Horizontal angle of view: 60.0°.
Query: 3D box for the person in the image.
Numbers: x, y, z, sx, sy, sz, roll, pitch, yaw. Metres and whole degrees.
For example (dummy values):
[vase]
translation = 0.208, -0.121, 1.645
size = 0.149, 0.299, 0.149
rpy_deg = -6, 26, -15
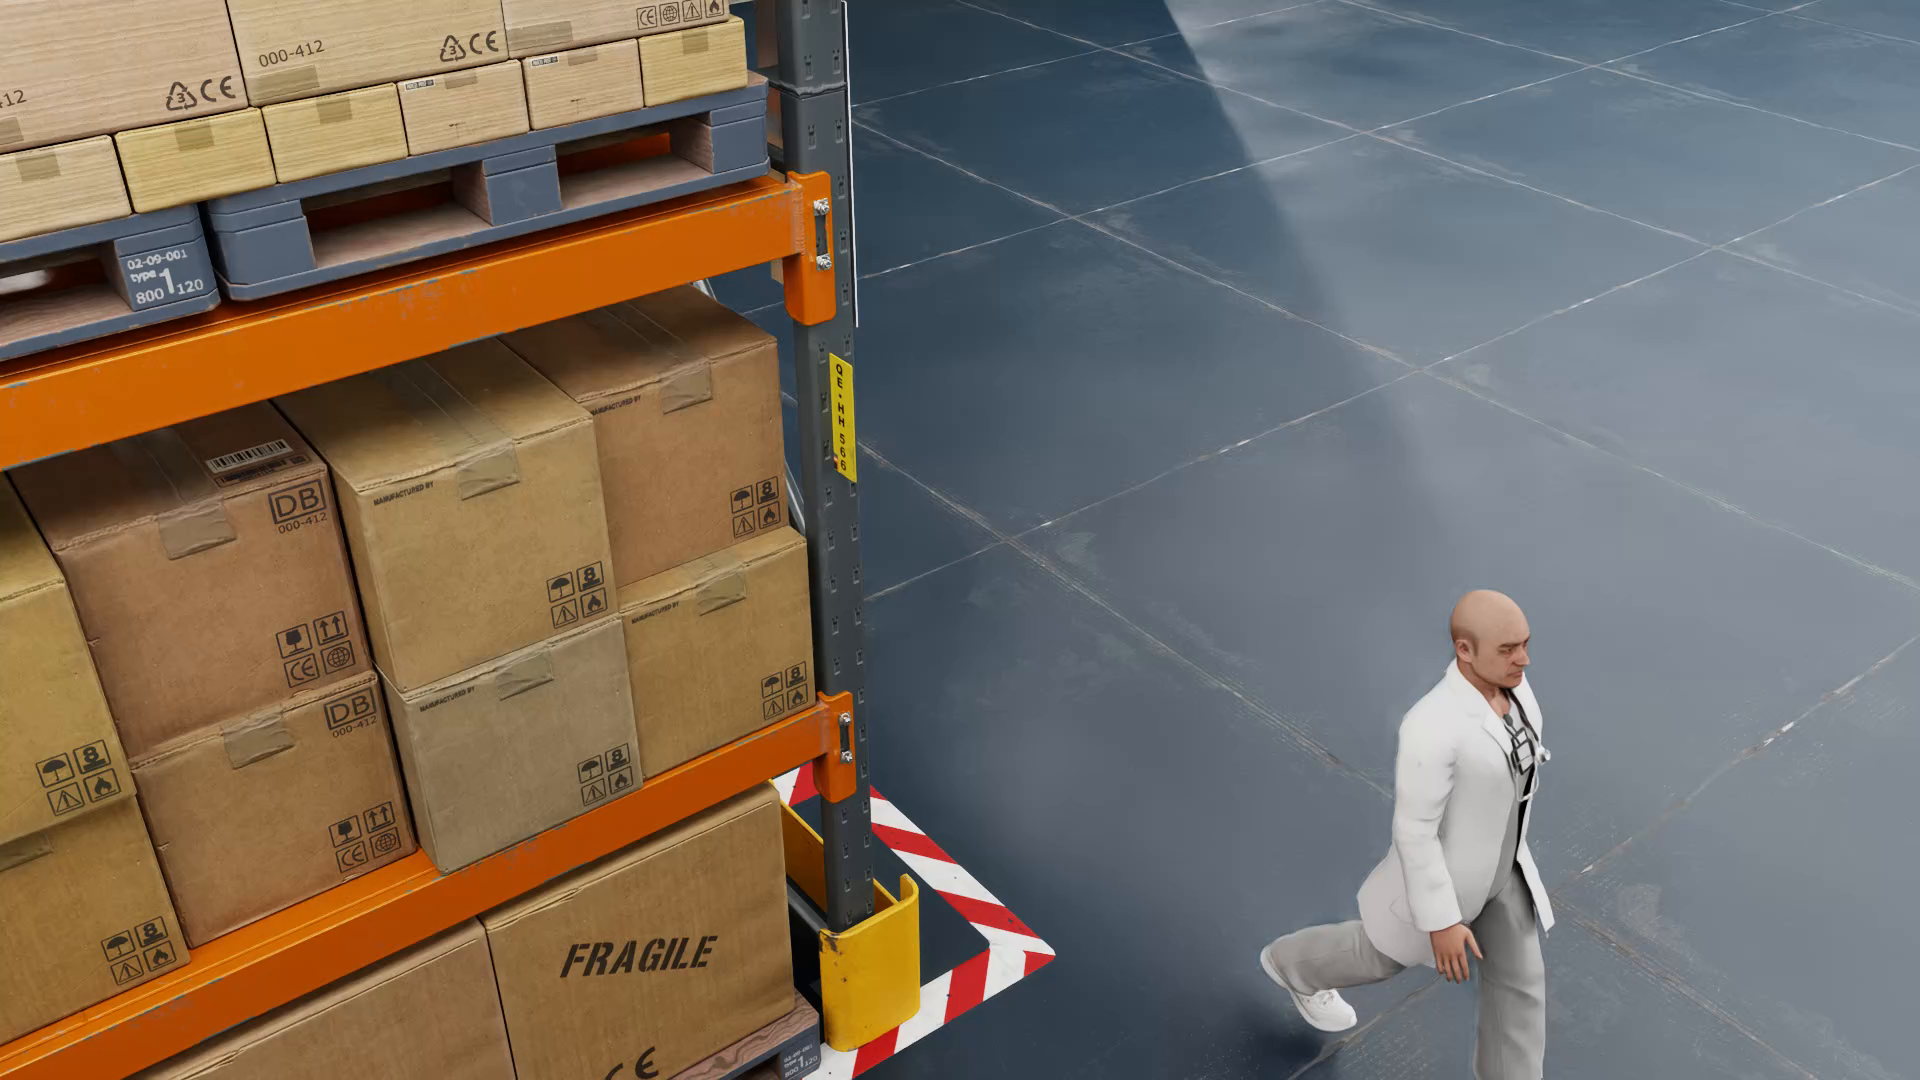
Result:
[person]
translation = 1.397, 0.959, 4.685
size = 0.599, 1.641, 1.075
rpy_deg = -25, 40, -35
